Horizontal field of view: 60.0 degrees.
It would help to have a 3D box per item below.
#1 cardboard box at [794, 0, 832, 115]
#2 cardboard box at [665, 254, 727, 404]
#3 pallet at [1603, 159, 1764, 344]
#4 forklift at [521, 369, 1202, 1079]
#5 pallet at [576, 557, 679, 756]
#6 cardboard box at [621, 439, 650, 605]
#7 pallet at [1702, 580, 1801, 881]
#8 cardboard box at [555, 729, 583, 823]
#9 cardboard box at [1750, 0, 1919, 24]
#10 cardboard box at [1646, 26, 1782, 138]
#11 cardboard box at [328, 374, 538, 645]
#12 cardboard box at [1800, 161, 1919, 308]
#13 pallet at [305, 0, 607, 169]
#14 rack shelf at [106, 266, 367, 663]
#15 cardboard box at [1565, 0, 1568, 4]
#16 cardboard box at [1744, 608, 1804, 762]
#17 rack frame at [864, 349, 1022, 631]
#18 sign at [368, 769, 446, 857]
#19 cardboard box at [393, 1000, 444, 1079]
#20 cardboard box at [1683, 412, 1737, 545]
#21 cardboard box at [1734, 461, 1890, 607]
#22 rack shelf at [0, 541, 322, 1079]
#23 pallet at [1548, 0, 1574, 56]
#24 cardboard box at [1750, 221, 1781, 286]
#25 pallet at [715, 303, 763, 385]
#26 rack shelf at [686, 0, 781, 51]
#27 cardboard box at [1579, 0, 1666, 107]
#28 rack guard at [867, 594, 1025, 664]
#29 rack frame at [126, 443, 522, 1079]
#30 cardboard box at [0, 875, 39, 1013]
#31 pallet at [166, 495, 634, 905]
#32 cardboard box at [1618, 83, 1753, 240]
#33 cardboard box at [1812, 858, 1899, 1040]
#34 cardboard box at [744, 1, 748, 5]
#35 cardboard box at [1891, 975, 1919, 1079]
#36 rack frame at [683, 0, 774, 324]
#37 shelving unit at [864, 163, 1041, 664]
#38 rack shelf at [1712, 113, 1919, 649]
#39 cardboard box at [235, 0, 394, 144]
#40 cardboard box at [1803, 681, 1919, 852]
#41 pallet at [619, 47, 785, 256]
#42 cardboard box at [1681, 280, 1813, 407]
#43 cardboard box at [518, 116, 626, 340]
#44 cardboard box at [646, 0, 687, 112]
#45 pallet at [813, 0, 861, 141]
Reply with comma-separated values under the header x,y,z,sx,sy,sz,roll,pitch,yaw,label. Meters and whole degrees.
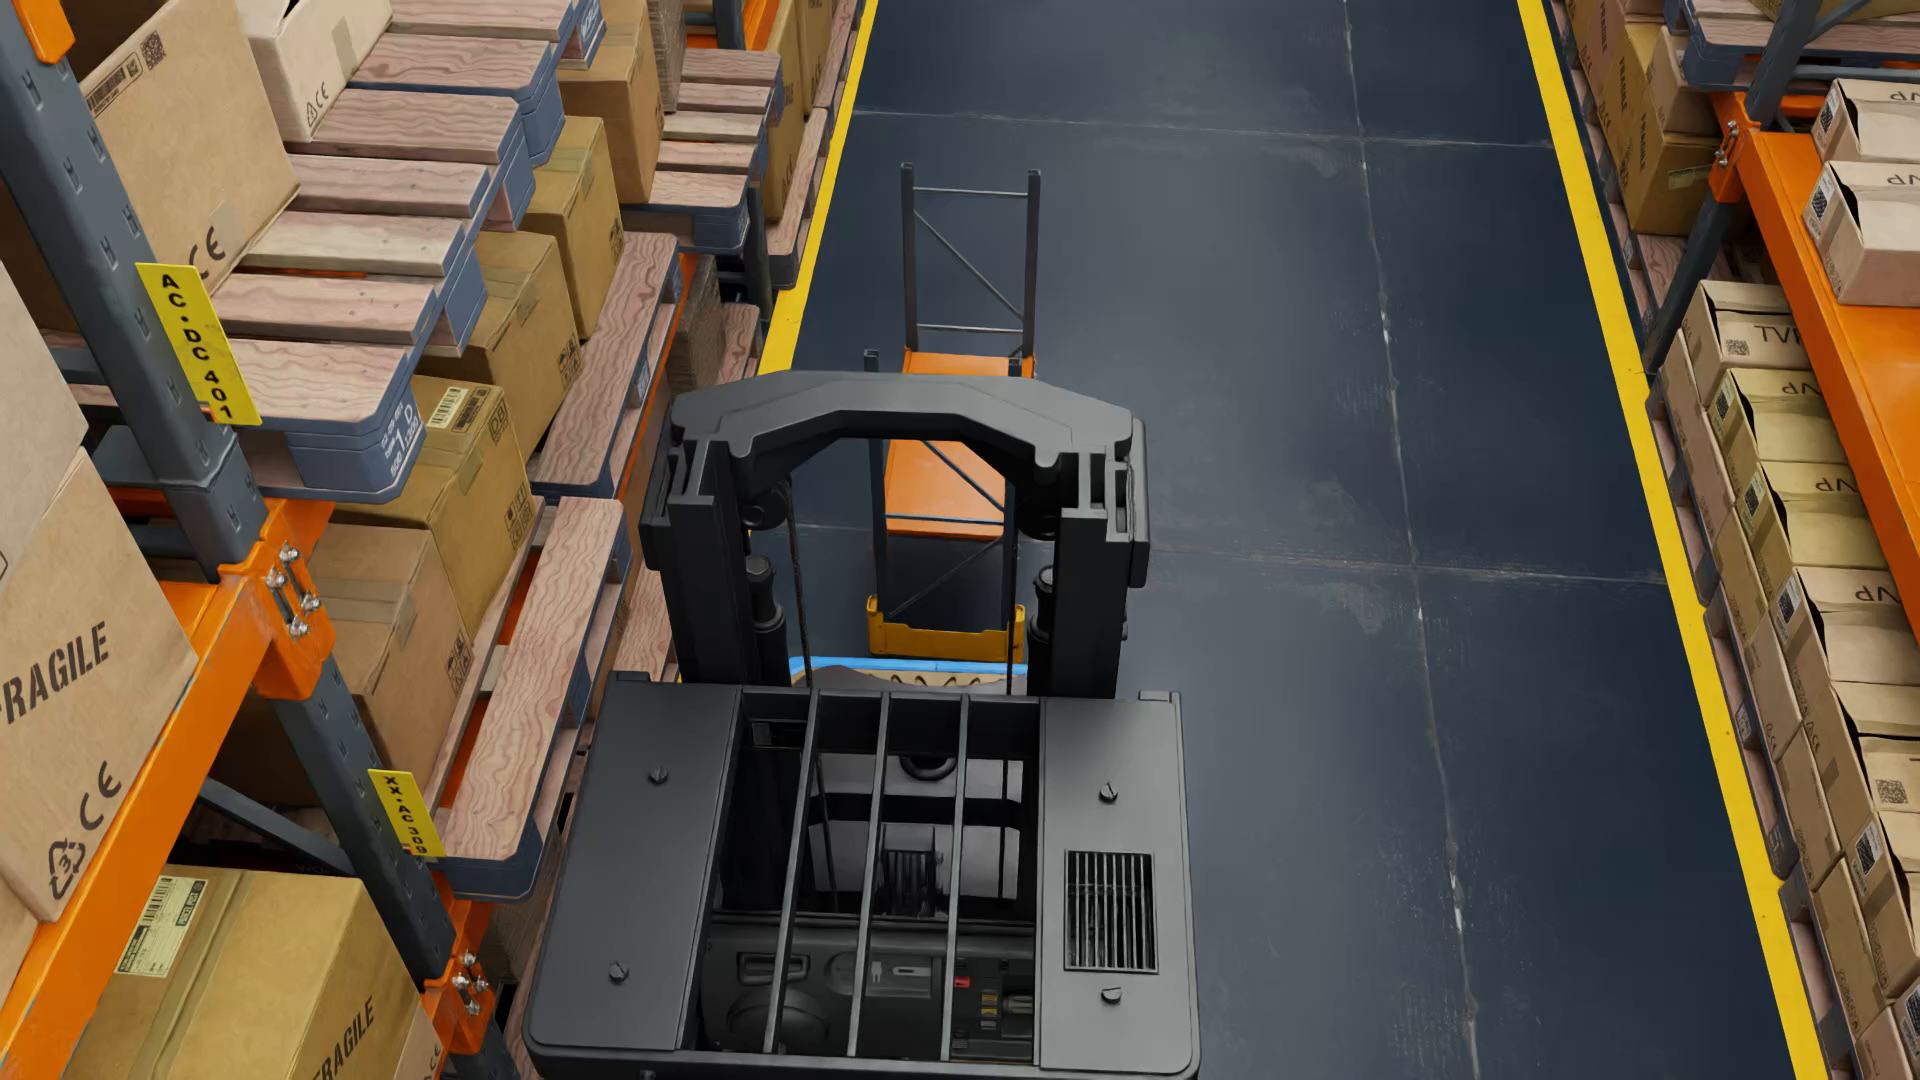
x,y,z,sx,sy,sz,roll,pitch,yaw,label
-1.086,-2.677,8.338,0.750,0.750,0.750,4,48,3,cardboard box
-1.384,-0.858,6.898,0.700,0.500,0.500,4,48,4,cardboard box
3.669,-1.360,7.851,1.003,0.211,1.213,4,48,4,pallet
-0.141,1.184,3.681,1.130,2.935,3.031,2,48,2,forklift
-1.557,0.324,6.311,1.003,0.211,1.213,4,48,4,pallet
-1.564,-0.120,6.223,0.700,0.500,0.500,4,48,3,cardboard box
3.336,0.682,5.983,1.003,0.211,1.213,4,48,4,pallet
-1.687,0.624,5.542,0.700,0.500,0.500,3,48,3,cardboard box
3.508,-2.401,6.561,0.700,0.500,0.500,-11,48,-10,cardboard box
3.416,-2.058,7.487,0.500,0.250,0.500,6,48,5,cardboard box
-1.596,-0.110,4.452,0.700,0.500,0.500,8,48,8,cardboard box
3.289,-1.081,5.766,0.500,0.311,0.500,3,48,3,cardboard box
-1.481,-1.304,4.004,1.213,0.211,1.003,4,48,4,pallet
-1.553,-1.385,4.439,1.077,0.370,4.000,4,48,4,rack shelf
3.603,-3.268,9.102,0.500,0.500,0.500,4,48,4,cardboard box
3.090,0.525,5.816,0.500,0.250,0.500,5,48,4,cardboard box
-0.054,-0.070,5.798,0.500,1.500,0.032,4,48,4,rack frame
-1.194,0.592,3.589,0.100,0.325,0.005,4,48,4,sign
-1.476,1.266,3.647,0.500,0.250,0.500,4,48,4,cardboard box
3.178,-0.234,6.510,0.500,0.250,0.500,3,48,2,cardboard box
3.135,-0.032,5.945,0.500,0.311,0.500,3,48,2,cardboard box
-1.917,1.554,1.751,1.077,0.370,4.000,4,48,4,rack shelf
3.891,-3.153,9.491,1.003,0.211,1.213,4,48,4,pallet
3.889,-1.375,7.371,0.500,0.500,0.500,6,48,5,cardboard box
-1.443,-0.570,7.129,1.003,0.211,1.213,4,48,4,pallet
-1.188,-3.312,8.234,1.077,0.370,4.000,4,48,4,rack shelf
3.504,-2.529,8.426,0.500,0.500,0.500,2,48,2,cardboard box
-0.052,0.338,6.272,0.587,0.250,0.087,4,48,4,rack guard
-1.735,0.854,3.936,1.000,3.000,0.127,4,48,4,rack frame
-1.593,0.559,2.091,0.500,0.500,0.500,0,48,0,cardboard box
-1.520,0.367,4.512,1.003,0.211,1.213,4,48,4,pallet
3.415,-1.763,7.726,0.500,0.500,0.500,6,48,5,cardboard box
2.996,1.275,5.130,0.500,0.250,0.500,3,48,3,cardboard box
-1.078,-2.418,7.086,0.380,0.149,0.250,4,48,4,cardboard box
2.950,1.464,4.577,0.500,0.311,0.500,4,48,4,cardboard box
-1.370,-2.086,6.625,1.000,3.000,0.127,4,48,4,rack frame
-0.007,-0.450,6.145,0.587,1.500,1.083,4,48,4,shelving unit
3.381,-0.043,5.244,1.077,0.370,4.000,4,48,4,rack shelf
-1.549,-1.119,3.484,0.500,0.311,0.500,5,48,5,cardboard box
3.039,0.715,5.262,0.500,0.311,0.500,4,48,3,cardboard box
-1.329,-1.490,6.210,1.213,0.211,1.003,4,48,4,pallet
3.223,-0.793,6.641,0.500,0.311,0.500,5,48,5,cardboard box
-1.495,-1.005,5.270,0.700,0.500,0.500,4,48,4,cardboard box
-1.403,-1.922,6.109,0.700,0.500,0.500,-1,48,-1,cardboard box
-1.110,-2.613,8.997,1.003,0.211,1.213,4,48,4,pallet
